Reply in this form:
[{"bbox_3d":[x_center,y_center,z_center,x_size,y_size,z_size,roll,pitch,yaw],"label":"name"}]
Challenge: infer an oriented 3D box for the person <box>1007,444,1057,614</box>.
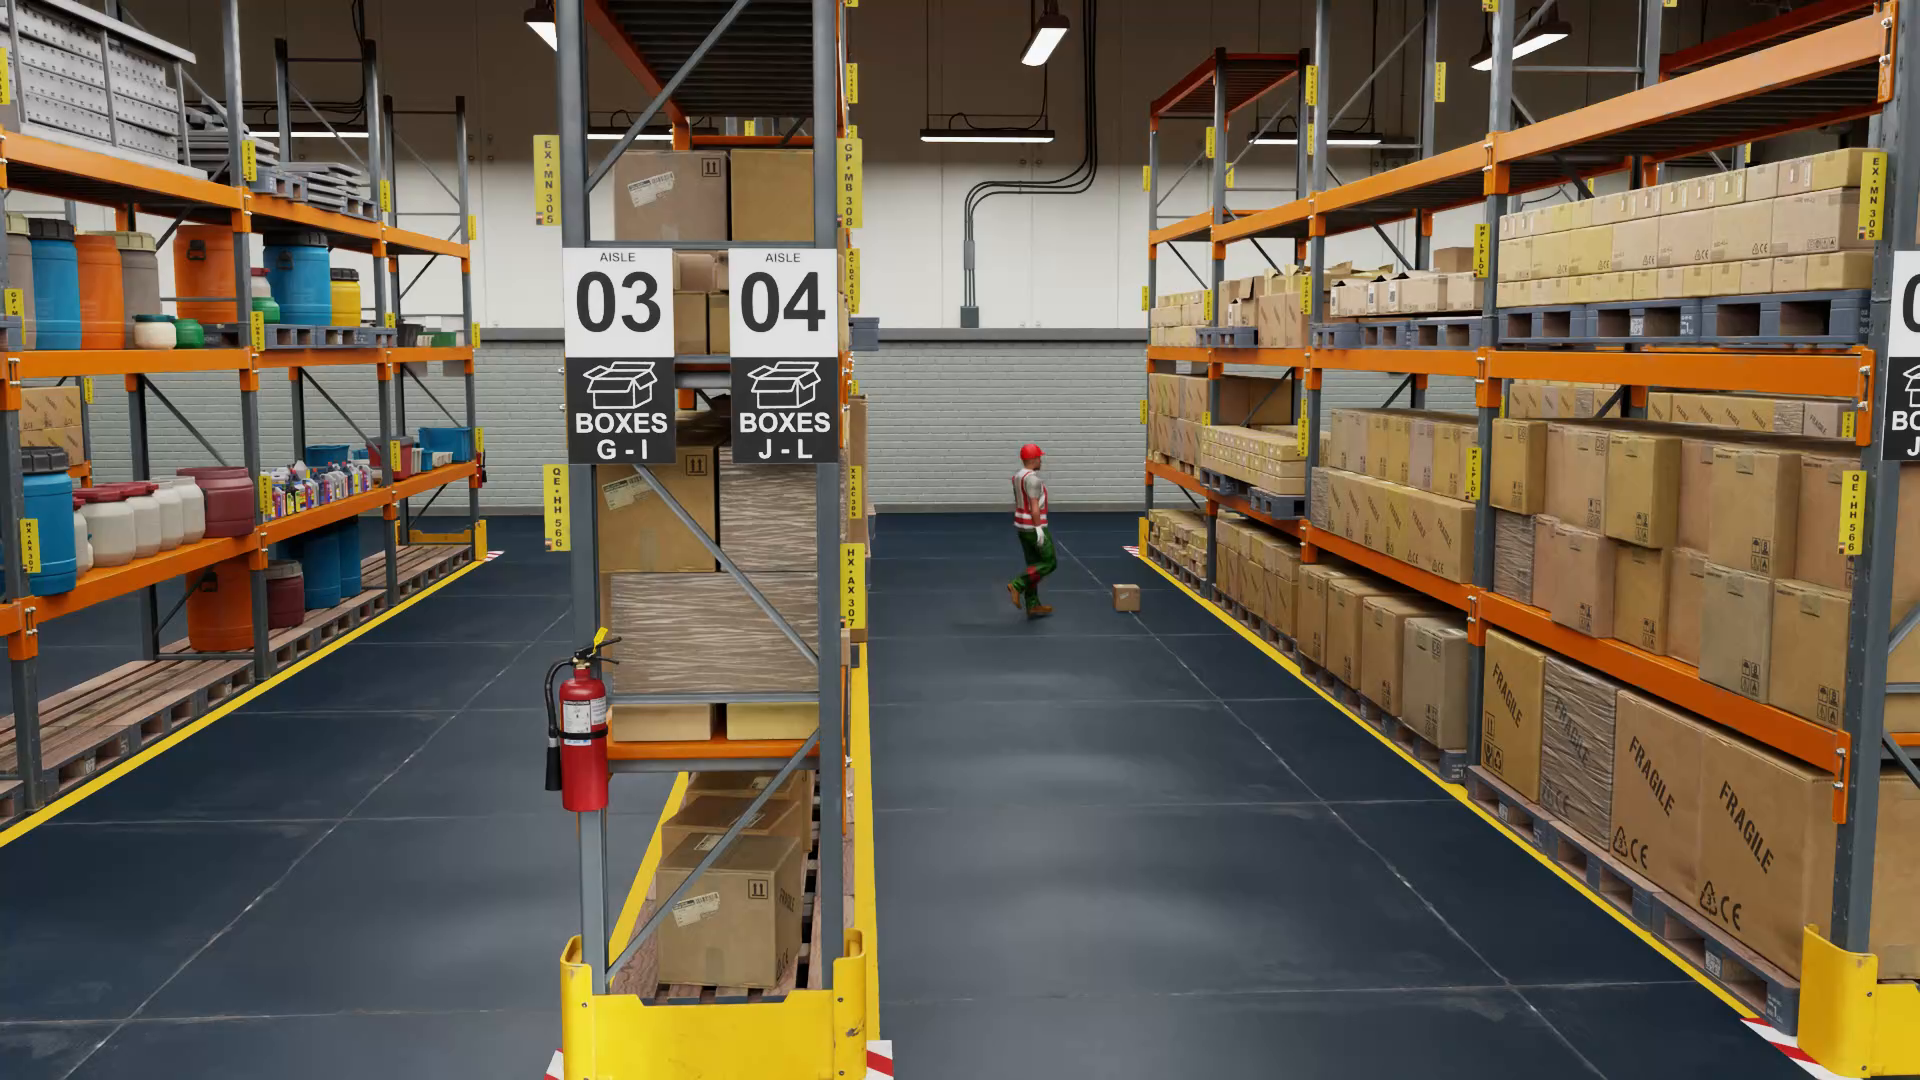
[{"bbox_3d":[0.722,-0.113,17.361,0.562,1.780,0.591,-3,7,-21],"label":"person"}]
